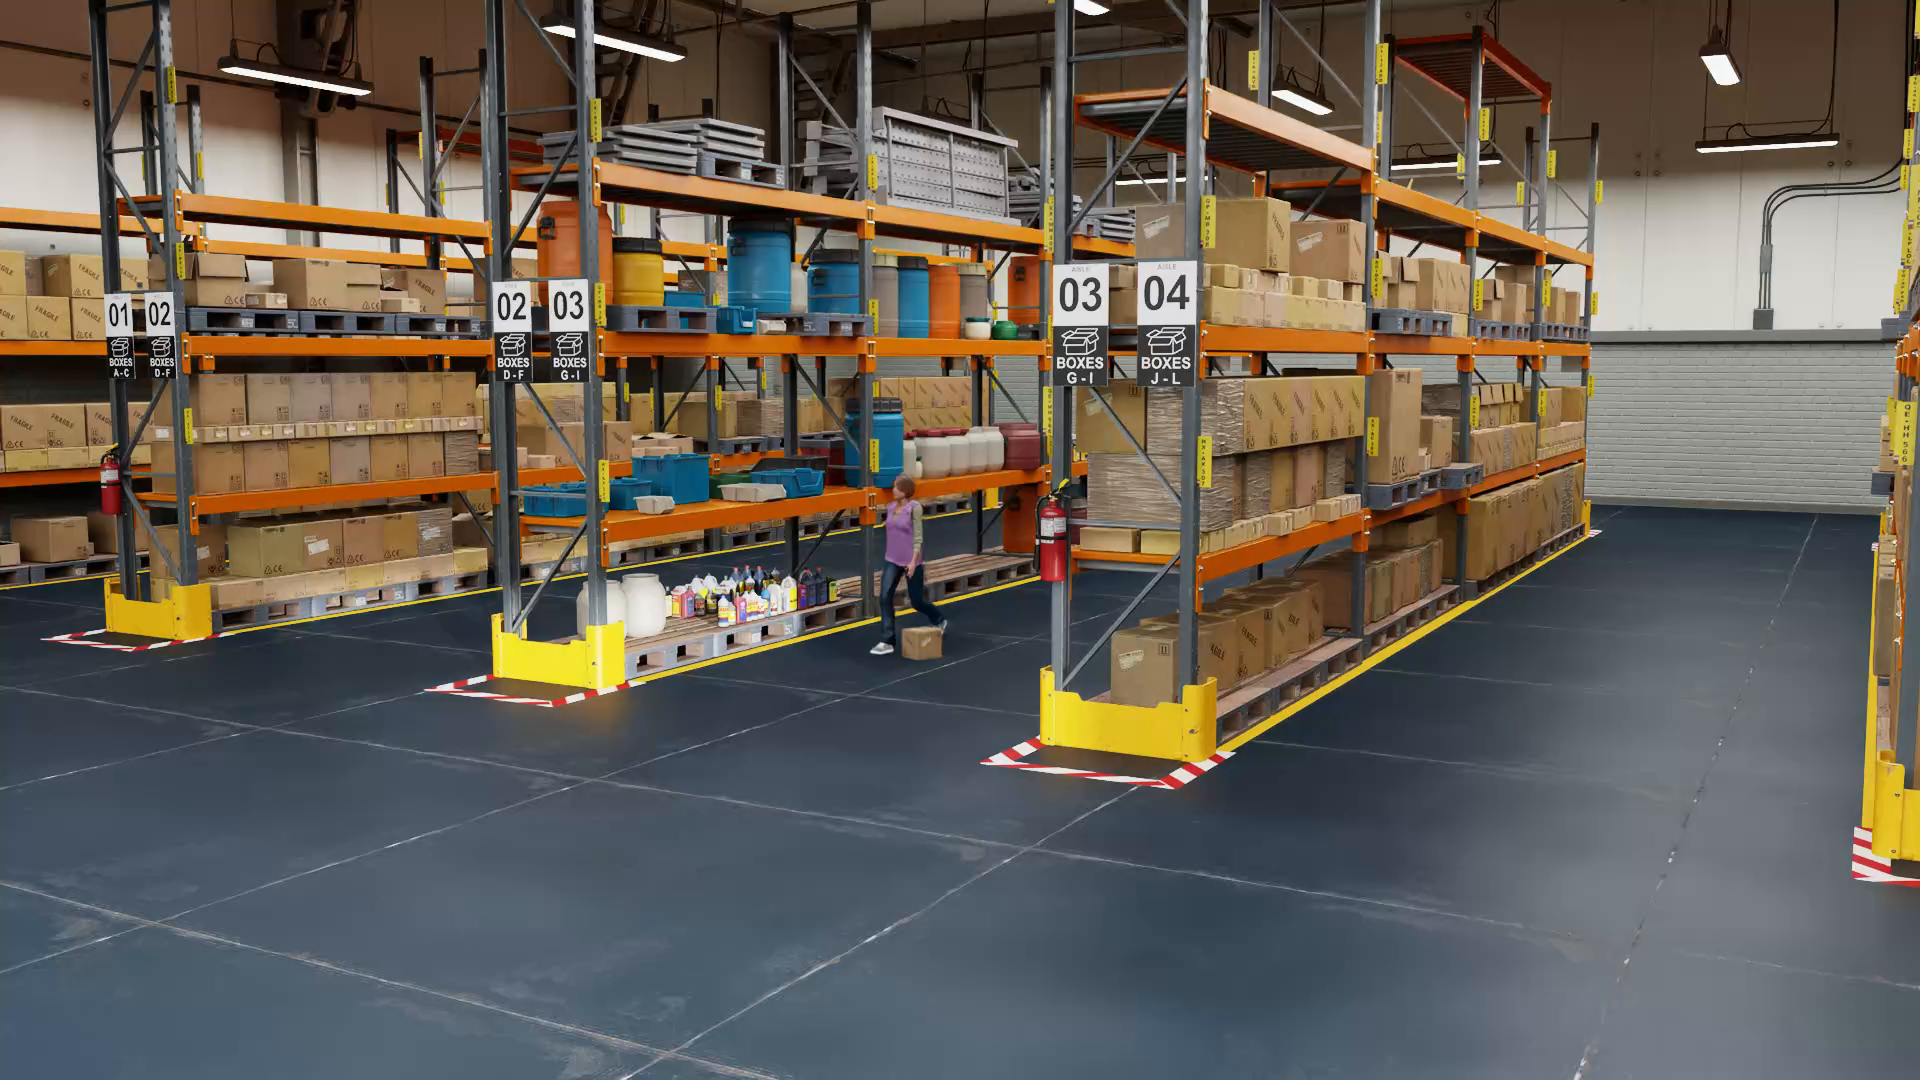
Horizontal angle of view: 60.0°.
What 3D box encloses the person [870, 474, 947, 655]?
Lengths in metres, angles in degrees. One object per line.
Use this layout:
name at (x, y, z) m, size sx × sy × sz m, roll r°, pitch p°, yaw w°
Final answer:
person at (-0.451, 0.204, 14.630) m, size 0.426 × 1.545 × 0.862 m, roll 4°, pitch 8°, yaw 36°
